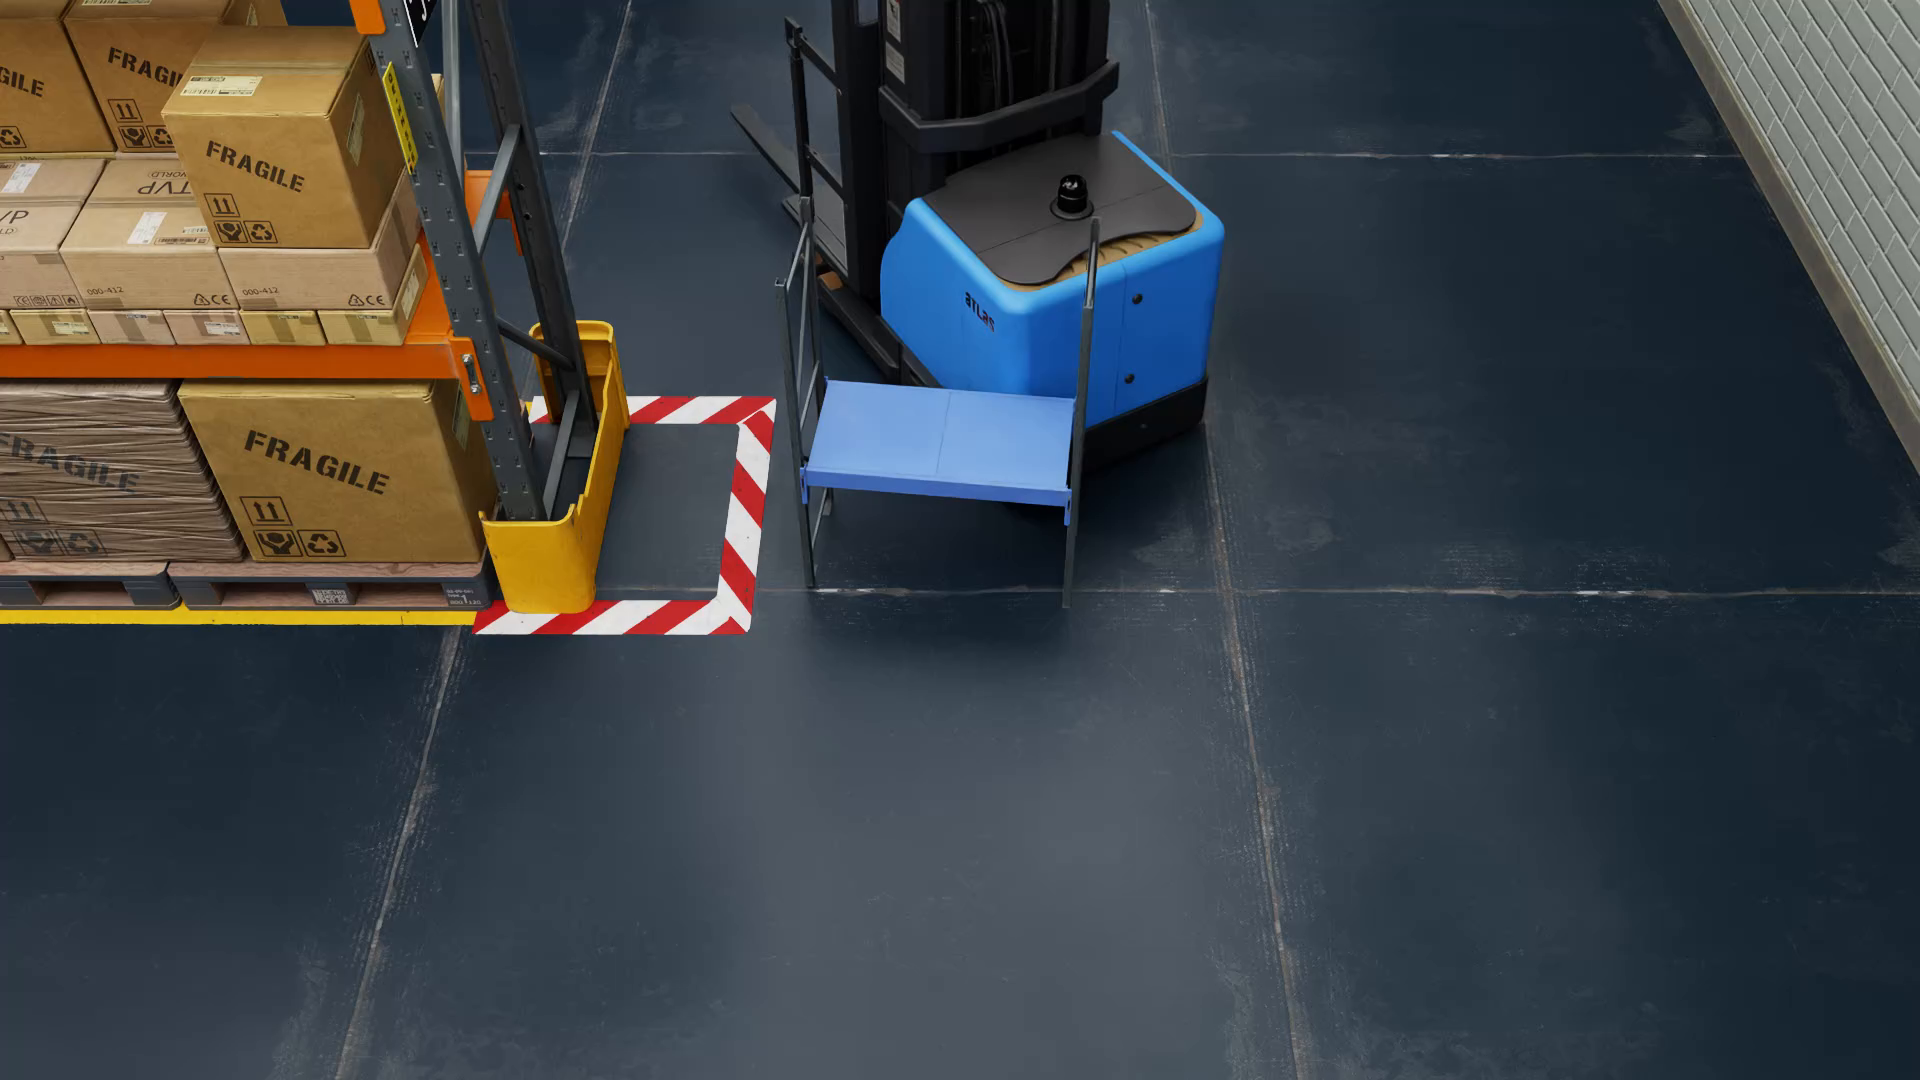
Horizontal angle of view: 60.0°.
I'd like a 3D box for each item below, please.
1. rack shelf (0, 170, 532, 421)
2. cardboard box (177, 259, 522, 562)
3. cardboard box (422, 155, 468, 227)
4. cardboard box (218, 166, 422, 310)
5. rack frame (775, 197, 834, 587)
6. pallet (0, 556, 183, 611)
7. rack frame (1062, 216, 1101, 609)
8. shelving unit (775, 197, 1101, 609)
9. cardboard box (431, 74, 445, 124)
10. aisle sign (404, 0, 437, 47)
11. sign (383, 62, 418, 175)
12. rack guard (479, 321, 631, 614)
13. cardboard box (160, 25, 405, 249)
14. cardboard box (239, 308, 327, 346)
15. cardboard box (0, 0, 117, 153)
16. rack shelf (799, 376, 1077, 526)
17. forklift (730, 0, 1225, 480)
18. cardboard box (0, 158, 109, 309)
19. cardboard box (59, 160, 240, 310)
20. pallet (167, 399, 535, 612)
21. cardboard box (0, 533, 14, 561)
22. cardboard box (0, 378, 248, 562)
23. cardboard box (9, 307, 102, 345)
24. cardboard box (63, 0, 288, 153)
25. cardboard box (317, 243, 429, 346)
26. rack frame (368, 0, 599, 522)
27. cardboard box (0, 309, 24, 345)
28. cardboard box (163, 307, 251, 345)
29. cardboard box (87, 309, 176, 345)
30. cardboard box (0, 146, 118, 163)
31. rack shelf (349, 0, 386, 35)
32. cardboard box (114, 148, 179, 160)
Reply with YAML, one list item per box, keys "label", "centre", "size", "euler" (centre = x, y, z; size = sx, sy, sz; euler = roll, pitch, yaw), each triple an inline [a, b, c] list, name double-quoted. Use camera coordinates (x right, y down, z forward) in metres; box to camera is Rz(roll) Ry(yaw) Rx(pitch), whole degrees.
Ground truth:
- label: "rack shelf"
  centre: [-3.632, -0.924, 6.053]
  size: [4.000, 0.370, 1.077]
  euler: [0, 47, 0]
- label: "cardboard box"
  centre: [-2.272, -0.526, 6.355]
  size: [0.875, 0.875, 0.875]
  euler: [0, 47, 0]
- label: "cardboard box"
  centre: [-1.986, -1.321, 6.102]
  size: [0.250, 0.149, 0.380]
  euler: [1, 47, 1]
- label: "cardboard box"
  centre: [-2.118, -1.021, 5.551]
  size: [0.500, 0.250, 0.500]
  euler: [-1, 47, 0]
- label: "rack frame"
  centre: [-0.568, -0.508, 6.198]
  size: [0.032, 1.500, 0.500]
  euler: [5, 47, 4]
- label: "pallet"
  centre: [-3.649, -0.164, 6.759]
  size: [1.213, 0.211, 1.003]
  euler: [0, 47, 0]
- label: "rack frame"
  centre: [0.442, -0.424, 6.120]
  size: [0.032, 1.500, 0.500]
  euler: [5, 47, 4]
- label: "shelving unit"
  centre: [-0.063, -0.466, 6.159]
  size: [1.048, 1.500, 0.538]
  euler: [5, 47, 4]
- label: "cardboard box"
  centre: [-2.111, -1.413, 5.915]
  size: [0.500, 0.250, 0.500]
  euler: [-1, 47, -1]
- label: "aisle sign"
  centre: [-1.561, -1.830, 4.628]
  size: [0.004, 0.787, 0.394]
  euler: [0, 47, 0]
- label: "sign"
  centre: [-1.648, -1.242, 4.904]
  size: [0.005, 0.325, 0.100]
  euler: [0, 47, 0]
- label: "rack guard"
  centre: [-1.608, -0.312, 6.699]
  size: [0.348, 0.500, 1.175]
  euler: [0, 47, 0]
- label: "cardboard box"
  centre: [-2.120, -1.279, 5.278]
  size: [0.500, 0.500, 0.500]
  euler: [1, 47, 1]
- label: "cardboard box"
  centre: [-2.249, -0.838, 5.652]
  size: [0.250, 0.149, 0.380]
  euler: [1, 47, 1]
- label: "cardboard box"
  centre: [-3.129, -1.667, 5.639]
  size: [0.500, 0.500, 0.500]
  euler: [-1, 47, -1]
- label: "rack shelf"
  centre: [-0.063, -0.343, 6.291]
  size: [1.000, 0.185, 0.538]
  euler: [5, 47, 4]
- label: "forklift"
  centre: [-0.129, -2.236, 6.829]
  size: [1.130, 2.935, 3.031]
  euler: [-23, 51, -20]
- label: "cardboard box"
  centre: [-3.134, -1.024, 5.553]
  size: [0.500, 0.250, 0.500]
  euler: [-1, 47, -1]
- label: "cardboard box"
  centre: [-2.625, -1.023, 5.552]
  size: [0.500, 0.250, 0.500]
  euler: [-1, 47, -1]
- label: "pallet"
  centre: [-2.432, -0.159, 6.754]
  size: [1.213, 0.211, 1.003]
  euler: [0, 47, 0]
- label: "cardboard box"
  centre: [-4.072, -0.531, 6.360]
  size: [0.875, 0.875, 0.875]
  euler: [0, 47, 0]
- label: "cardboard box"
  centre: [-3.182, -0.529, 6.358]
  size: [0.875, 0.875, 0.875]
  euler: [0, 47, 0]
- label: "cardboard box"
  centre: [-3.011, -0.840, 5.654]
  size: [0.250, 0.149, 0.380]
  euler: [-1, 47, -1]
- label: "cardboard box"
  centre: [-2.611, -1.670, 5.642]
  size: [0.500, 0.500, 0.500]
  euler: [-1, 47, -1]
- label: "cardboard box"
  centre: [-1.989, -0.838, 5.653]
  size: [0.250, 0.149, 0.380]
  euler: [1, 47, 1]
- label: "rack frame"
  centre: [-1.632, -1.164, 5.784]
  size: [0.127, 3.000, 1.000]
  euler: [0, 47, 0]
- label: "cardboard box"
  centre: [-3.270, -0.840, 5.655]
  size: [0.250, 0.149, 0.380]
  euler: [0, 47, 0]
- label: "cardboard box"
  centre: [-2.502, -0.839, 5.654]
  size: [0.250, 0.149, 0.380]
  euler: [0, 47, 0]
- label: "cardboard box"
  centre: [-2.751, -0.841, 5.655]
  size: [0.250, 0.149, 0.380]
  euler: [1, 47, 1]
- label: "cardboard box"
  centre: [-3.133, -1.414, 5.916]
  size: [0.500, 0.250, 0.500]
  euler: [-1, 47, -1]
- label: "rack shelf"
  centre: [-3.632, -1.946, 4.955]
  size: [4.000, 0.370, 1.077]
  euler: [0, 47, 0]
- label: "cardboard box"
  centre: [-2.631, -1.410, 5.912]
  size: [0.500, 0.250, 0.500]
  euler: [0, 47, 0]
